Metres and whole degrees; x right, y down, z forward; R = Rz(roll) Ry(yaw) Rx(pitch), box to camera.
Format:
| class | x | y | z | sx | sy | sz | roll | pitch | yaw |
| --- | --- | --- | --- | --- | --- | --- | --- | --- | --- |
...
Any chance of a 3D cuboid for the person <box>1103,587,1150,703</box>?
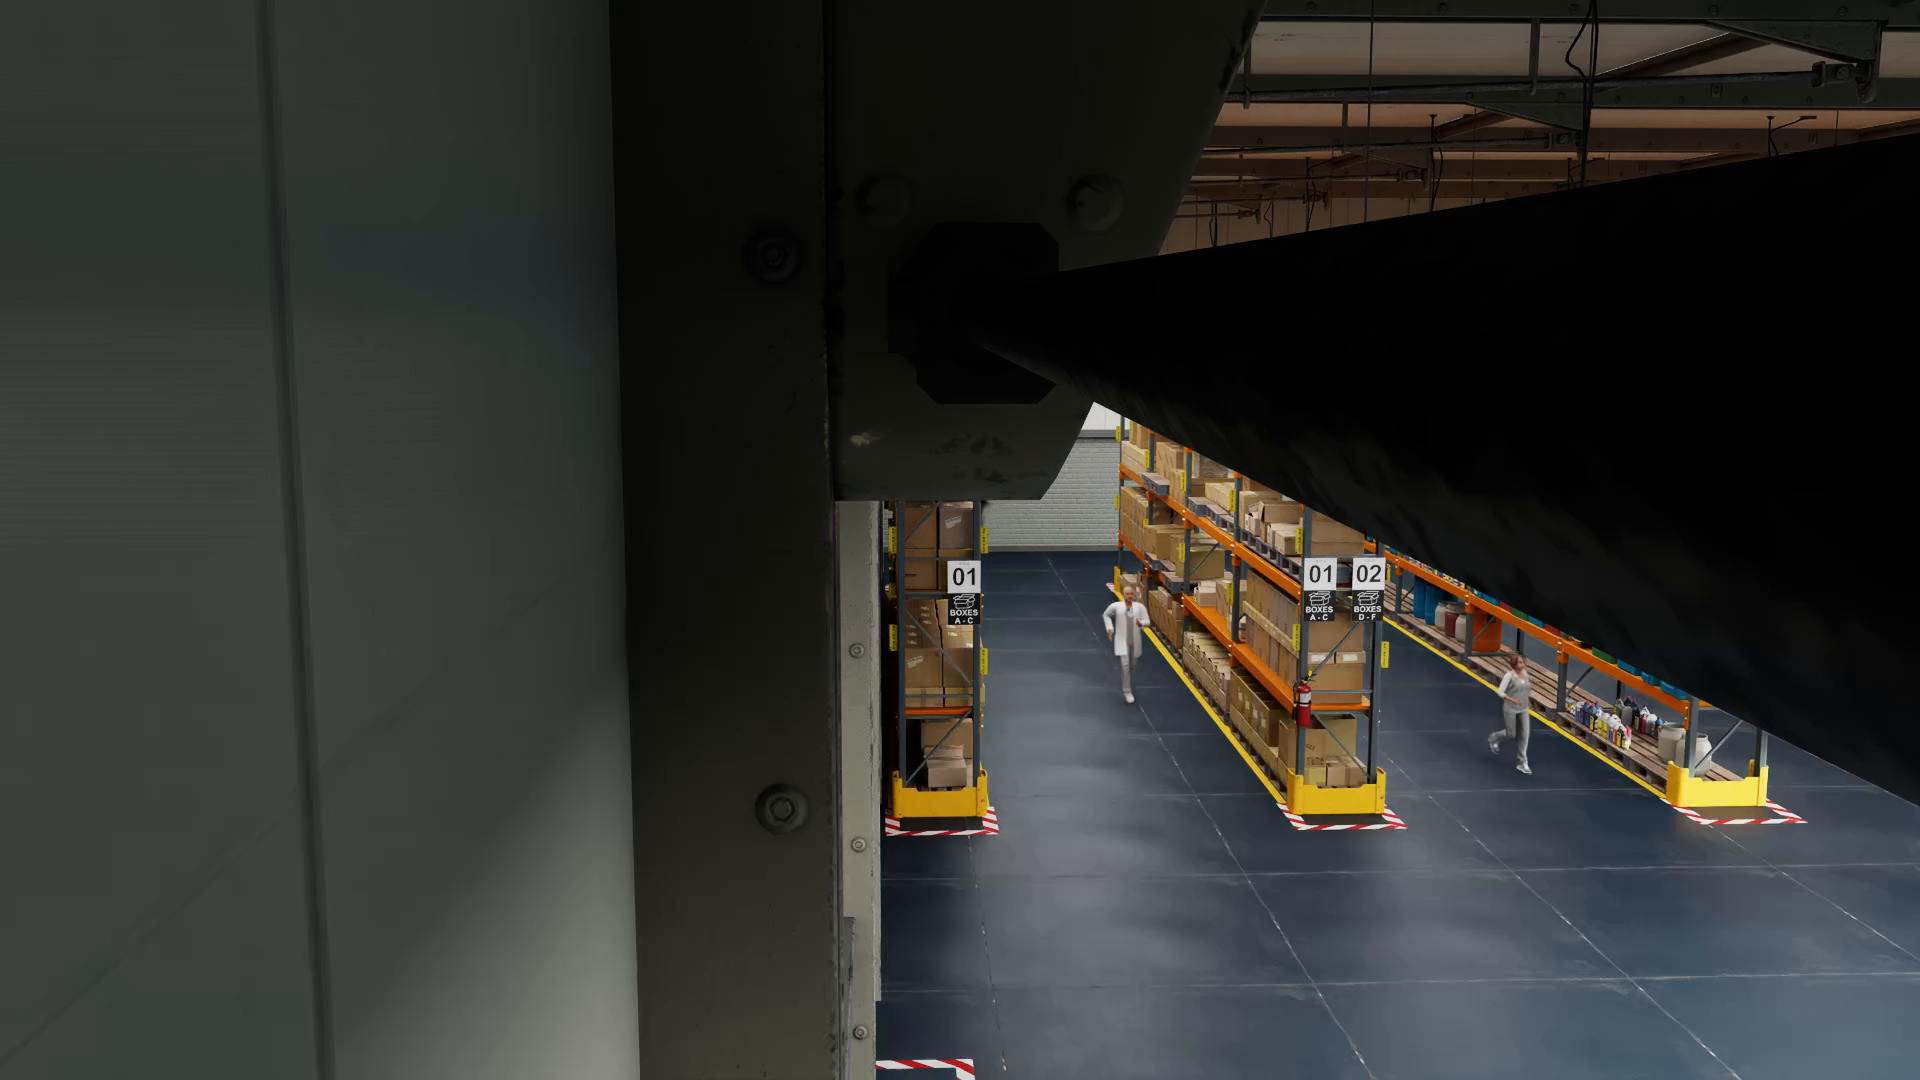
| class | x | y | z | sx | sy | sz | roll | pitch | yaw |
| --- | --- | --- | --- | --- | --- | --- | --- | --- | --- |
| person | 2.672 | 1.618 | 26.501 | 0.703 | 1.764 | 1.063 | -1 | 8 | -10 |

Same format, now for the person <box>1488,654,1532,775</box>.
| class | x | y | z | sx | sy | sz | roll | pitch | yaw |
| --- | --- | --- | --- | --- | --- | --- | --- | --- | --- |
| person | 7.508 | 2.317 | 22.551 | 0.545 | 1.592 | 0.839 | -3 | 9 | -18 |
